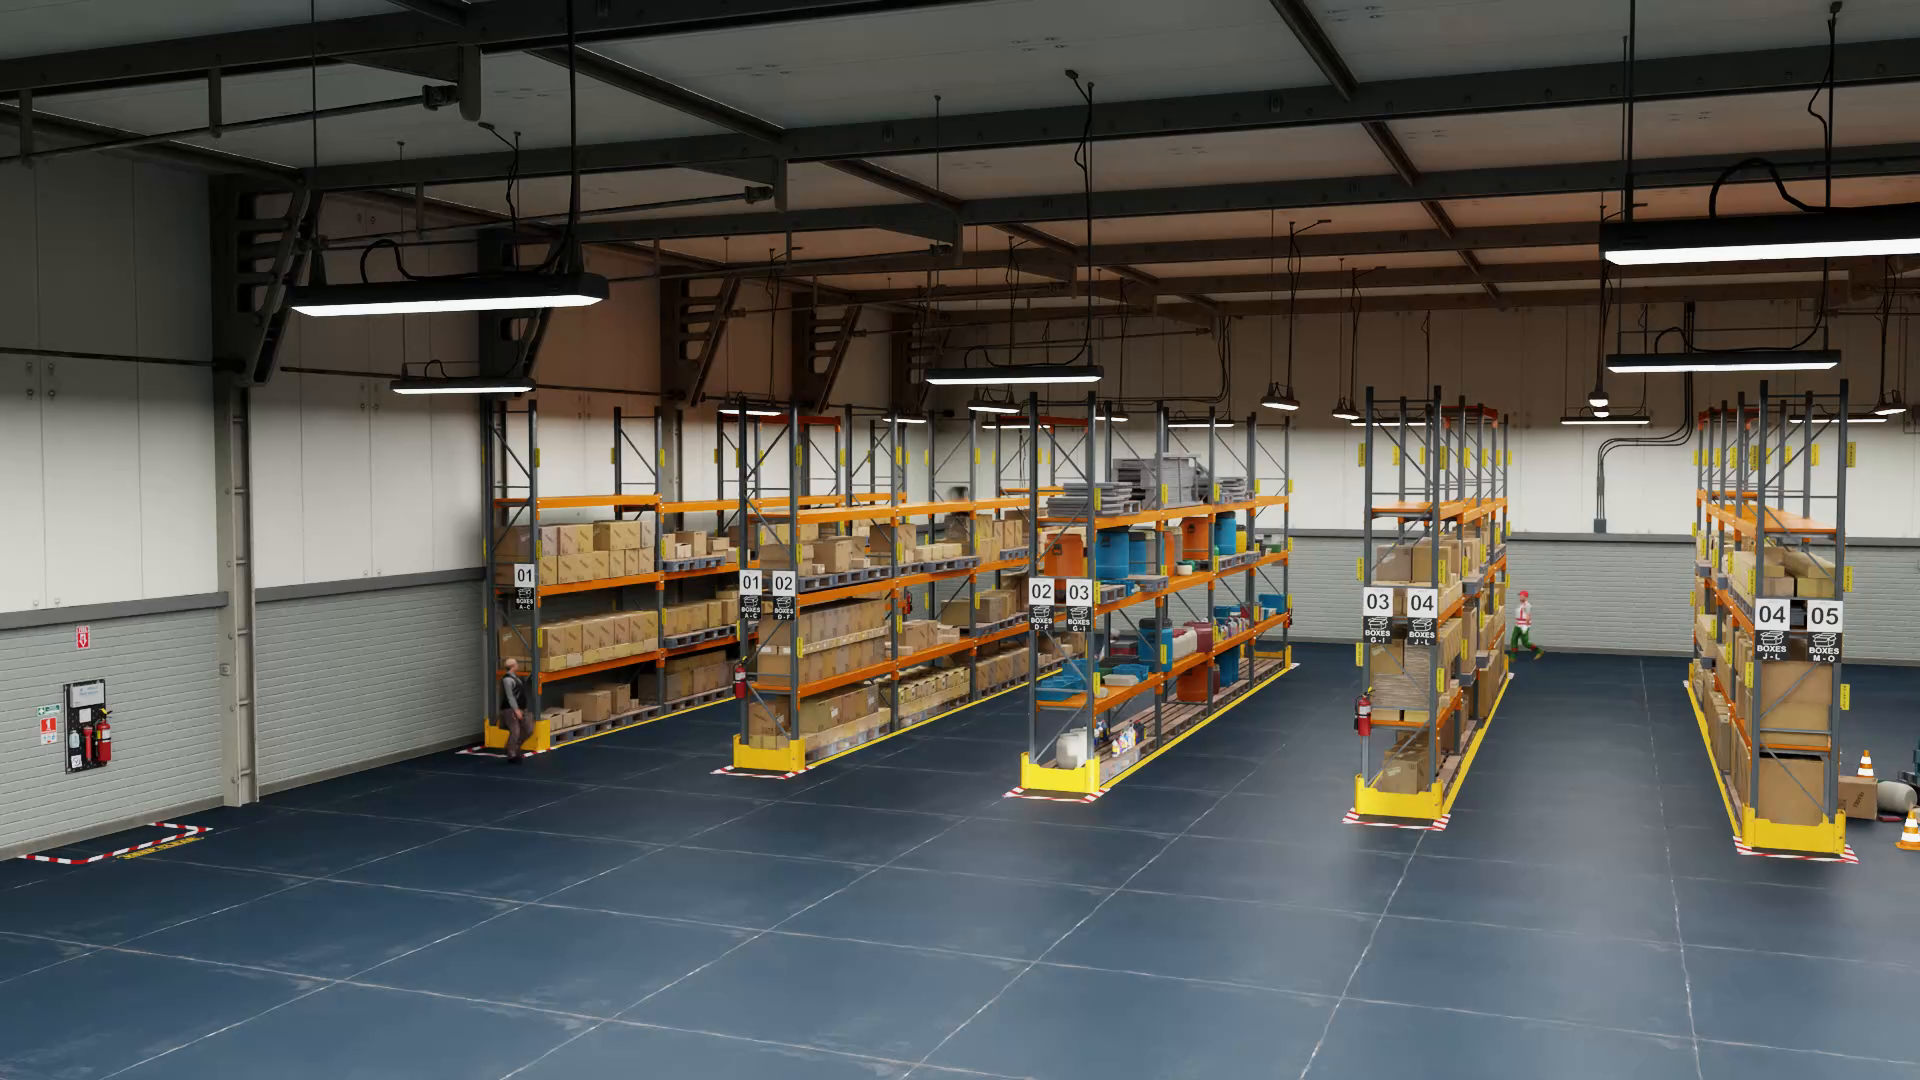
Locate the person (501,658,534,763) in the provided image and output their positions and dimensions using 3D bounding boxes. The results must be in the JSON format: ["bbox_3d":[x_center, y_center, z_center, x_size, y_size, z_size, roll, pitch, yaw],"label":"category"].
[{"bbox_3d":[-7.277,2.785,27.178,0.519,1.708,0.511,1,3,25],"label":"person"}]

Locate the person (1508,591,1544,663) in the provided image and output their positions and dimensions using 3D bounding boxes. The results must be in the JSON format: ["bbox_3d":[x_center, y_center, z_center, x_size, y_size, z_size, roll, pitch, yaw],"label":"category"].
[{"bbox_3d":[13.772,2.120,40.612,0.912,1.770,0.571,0,3,-2],"label":"person"}]

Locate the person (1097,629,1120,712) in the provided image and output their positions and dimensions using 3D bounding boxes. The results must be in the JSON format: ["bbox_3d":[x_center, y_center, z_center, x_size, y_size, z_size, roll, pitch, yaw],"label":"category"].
[{"bbox_3d":[2.890,2.612,32.741,0.618,1.695,0.637,-3,4,-43],"label":"person"}]
